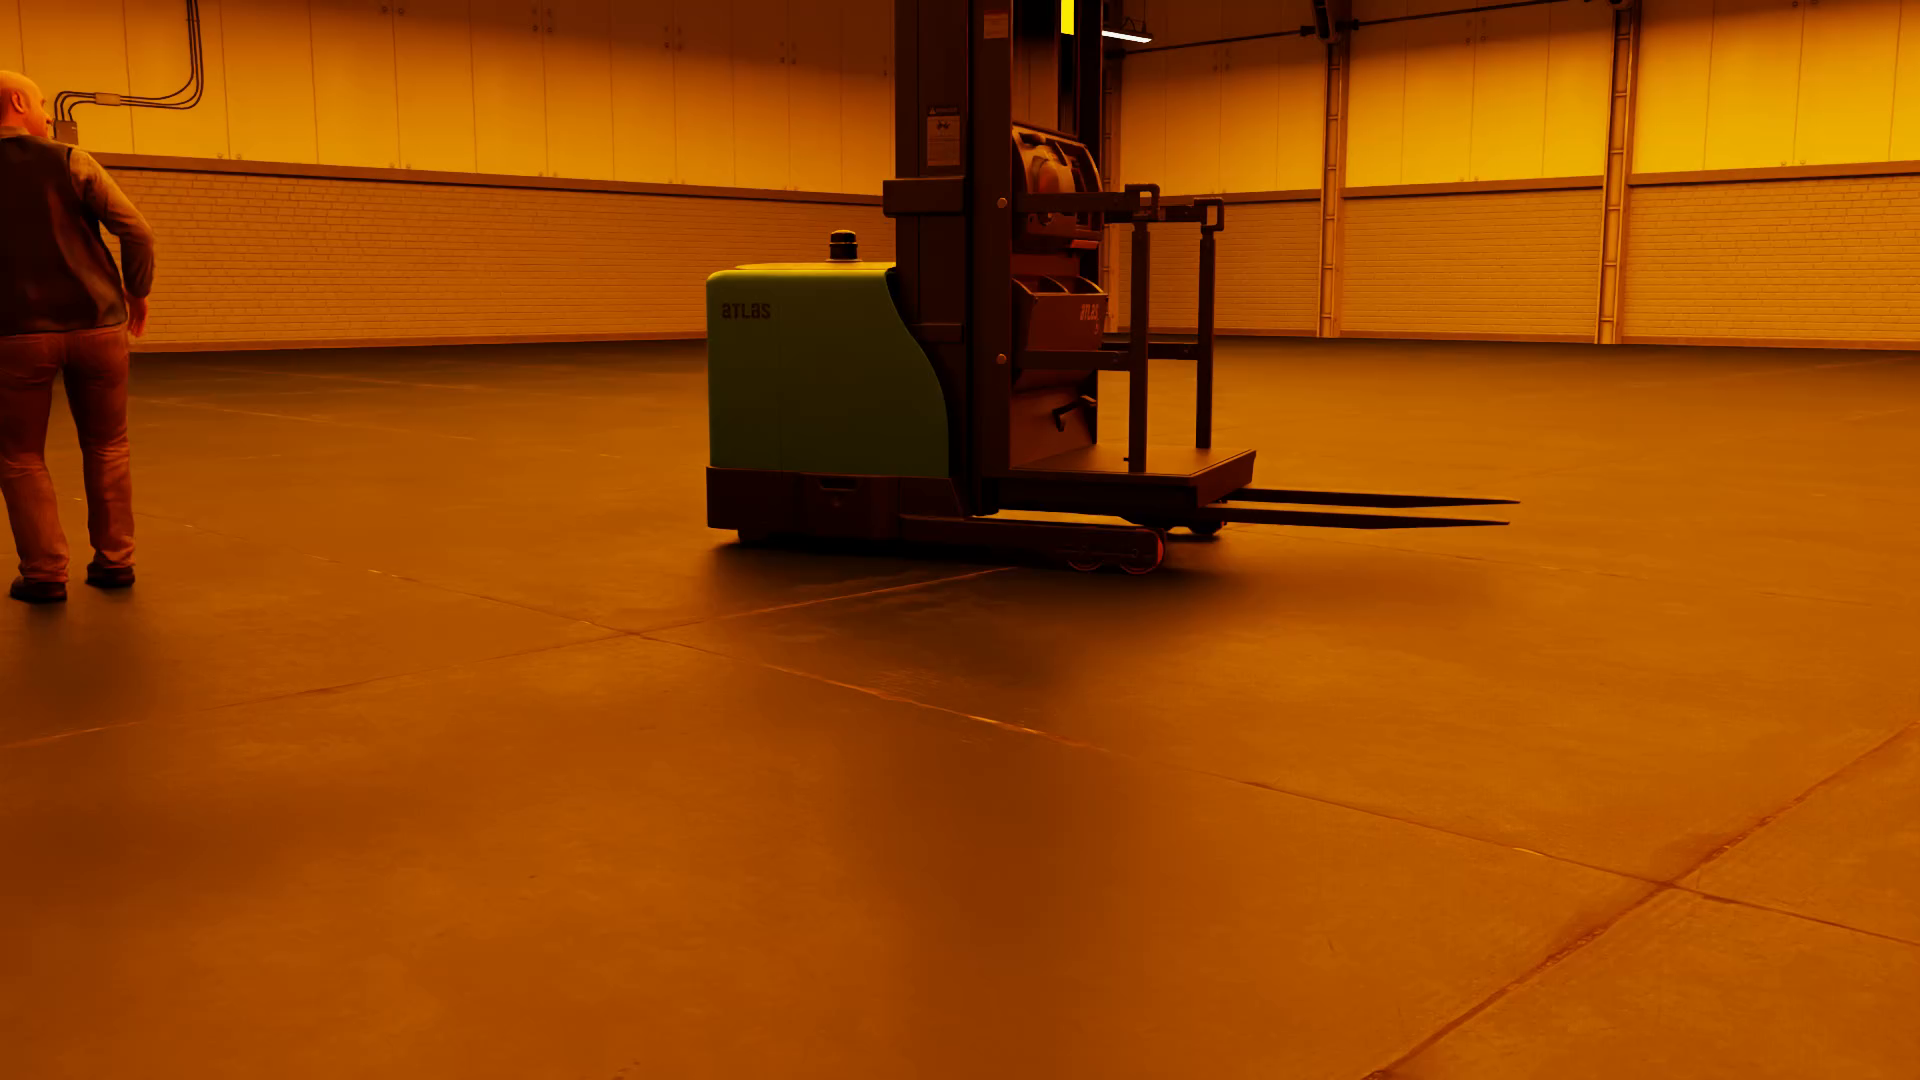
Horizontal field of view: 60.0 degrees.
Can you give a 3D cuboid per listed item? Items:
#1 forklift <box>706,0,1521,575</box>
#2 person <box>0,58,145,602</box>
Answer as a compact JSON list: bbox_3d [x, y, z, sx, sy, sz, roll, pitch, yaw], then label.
[{"bbox_3d":[0.565,-1.416,6.275,3.031,2.935,1.130,3,9,22],"label":"forklift"},{"bbox_3d":[-2.977,-0.675,5.418,0.535,1.725,0.362,-5,10,-31],"label":"person"}]
